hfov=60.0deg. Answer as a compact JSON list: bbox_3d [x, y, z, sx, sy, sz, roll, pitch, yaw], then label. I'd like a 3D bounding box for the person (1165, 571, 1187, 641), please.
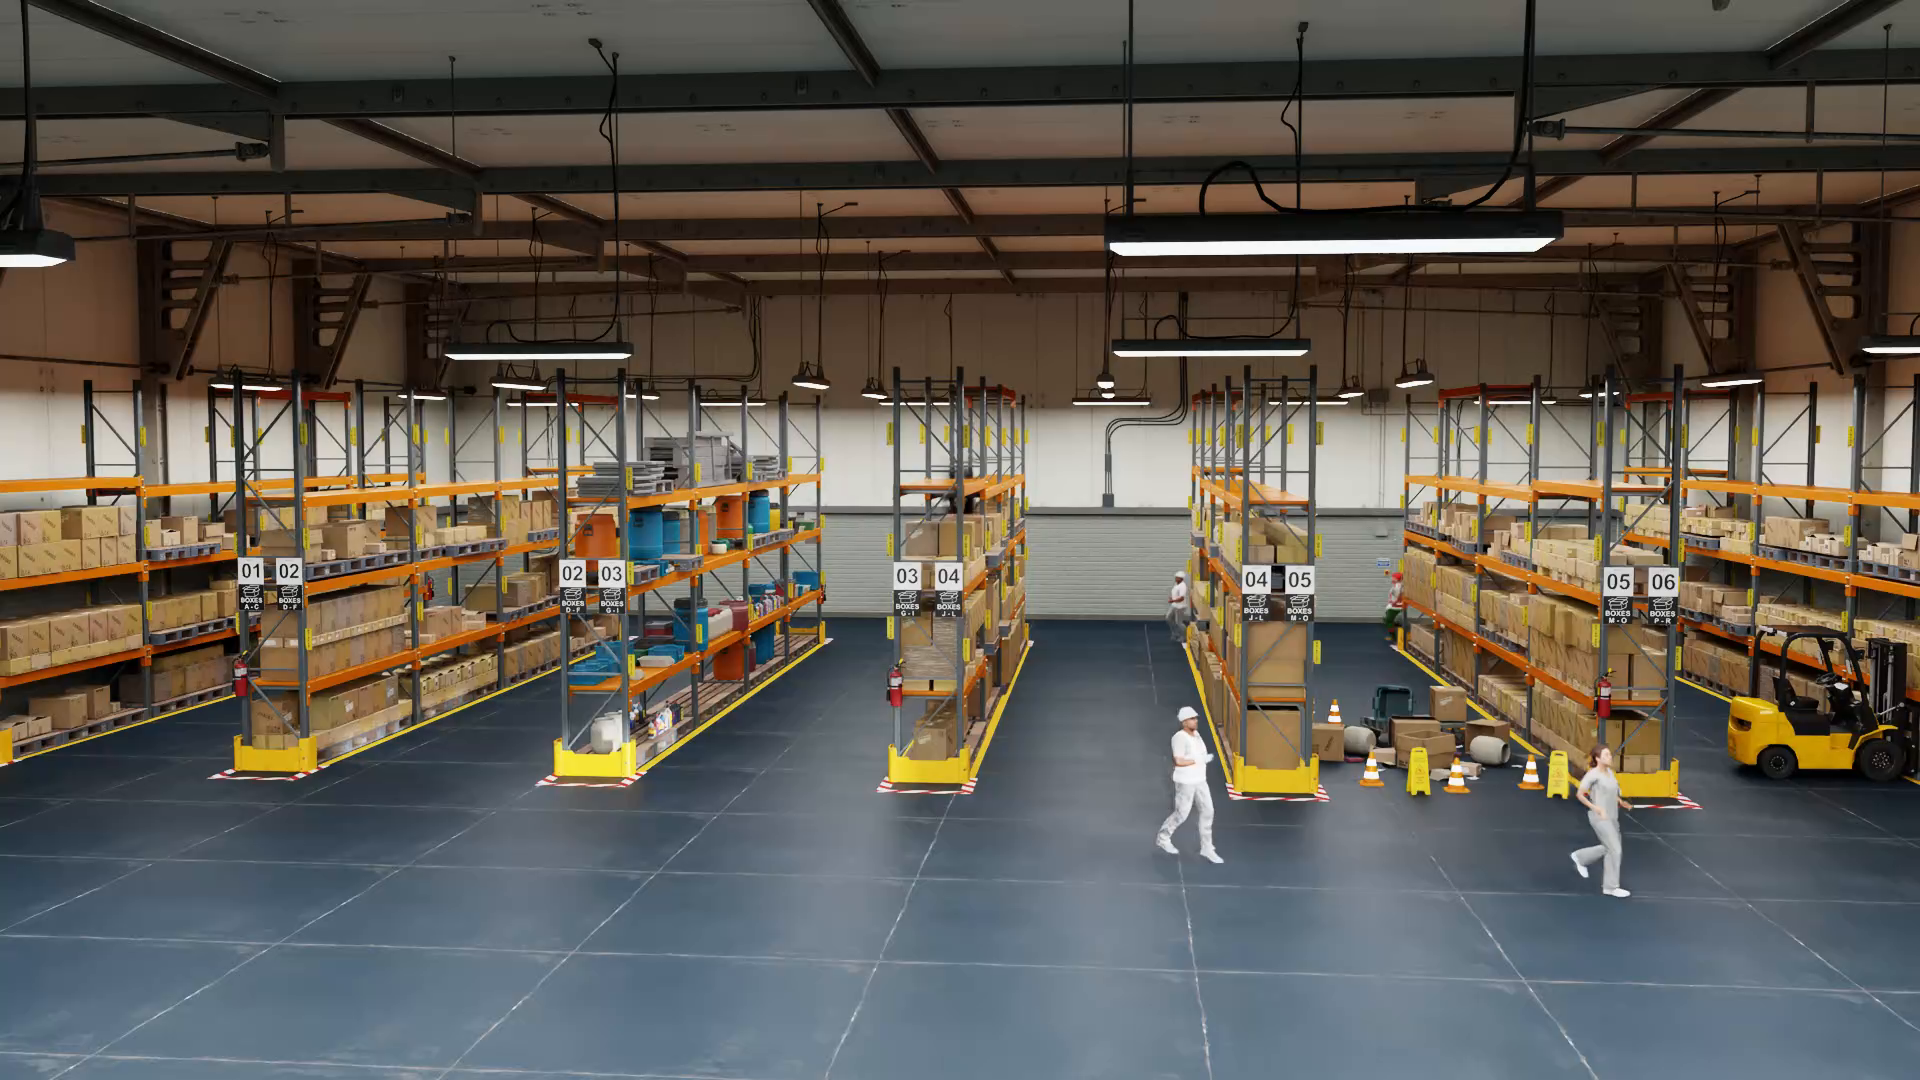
[{"bbox_3d":[5.314,1.633,40.441,0.640,1.752,0.695,-1,4,-15],"label":"person"}]

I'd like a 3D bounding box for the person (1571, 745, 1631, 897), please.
[{"bbox_3d":[7.013,3.056,18.247,0.562,1.617,0.752,-3,4,-37],"label":"person"}]

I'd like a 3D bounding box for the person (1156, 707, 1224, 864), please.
[{"bbox_3d":[2.702,2.872,19.589,0.828,1.820,0.668,3,4,37],"label":"person"}]

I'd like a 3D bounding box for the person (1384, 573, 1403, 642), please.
[{"bbox_3d":[10.579,1.637,40.424,0.558,1.709,0.709,1,4,17],"label":"person"}]
